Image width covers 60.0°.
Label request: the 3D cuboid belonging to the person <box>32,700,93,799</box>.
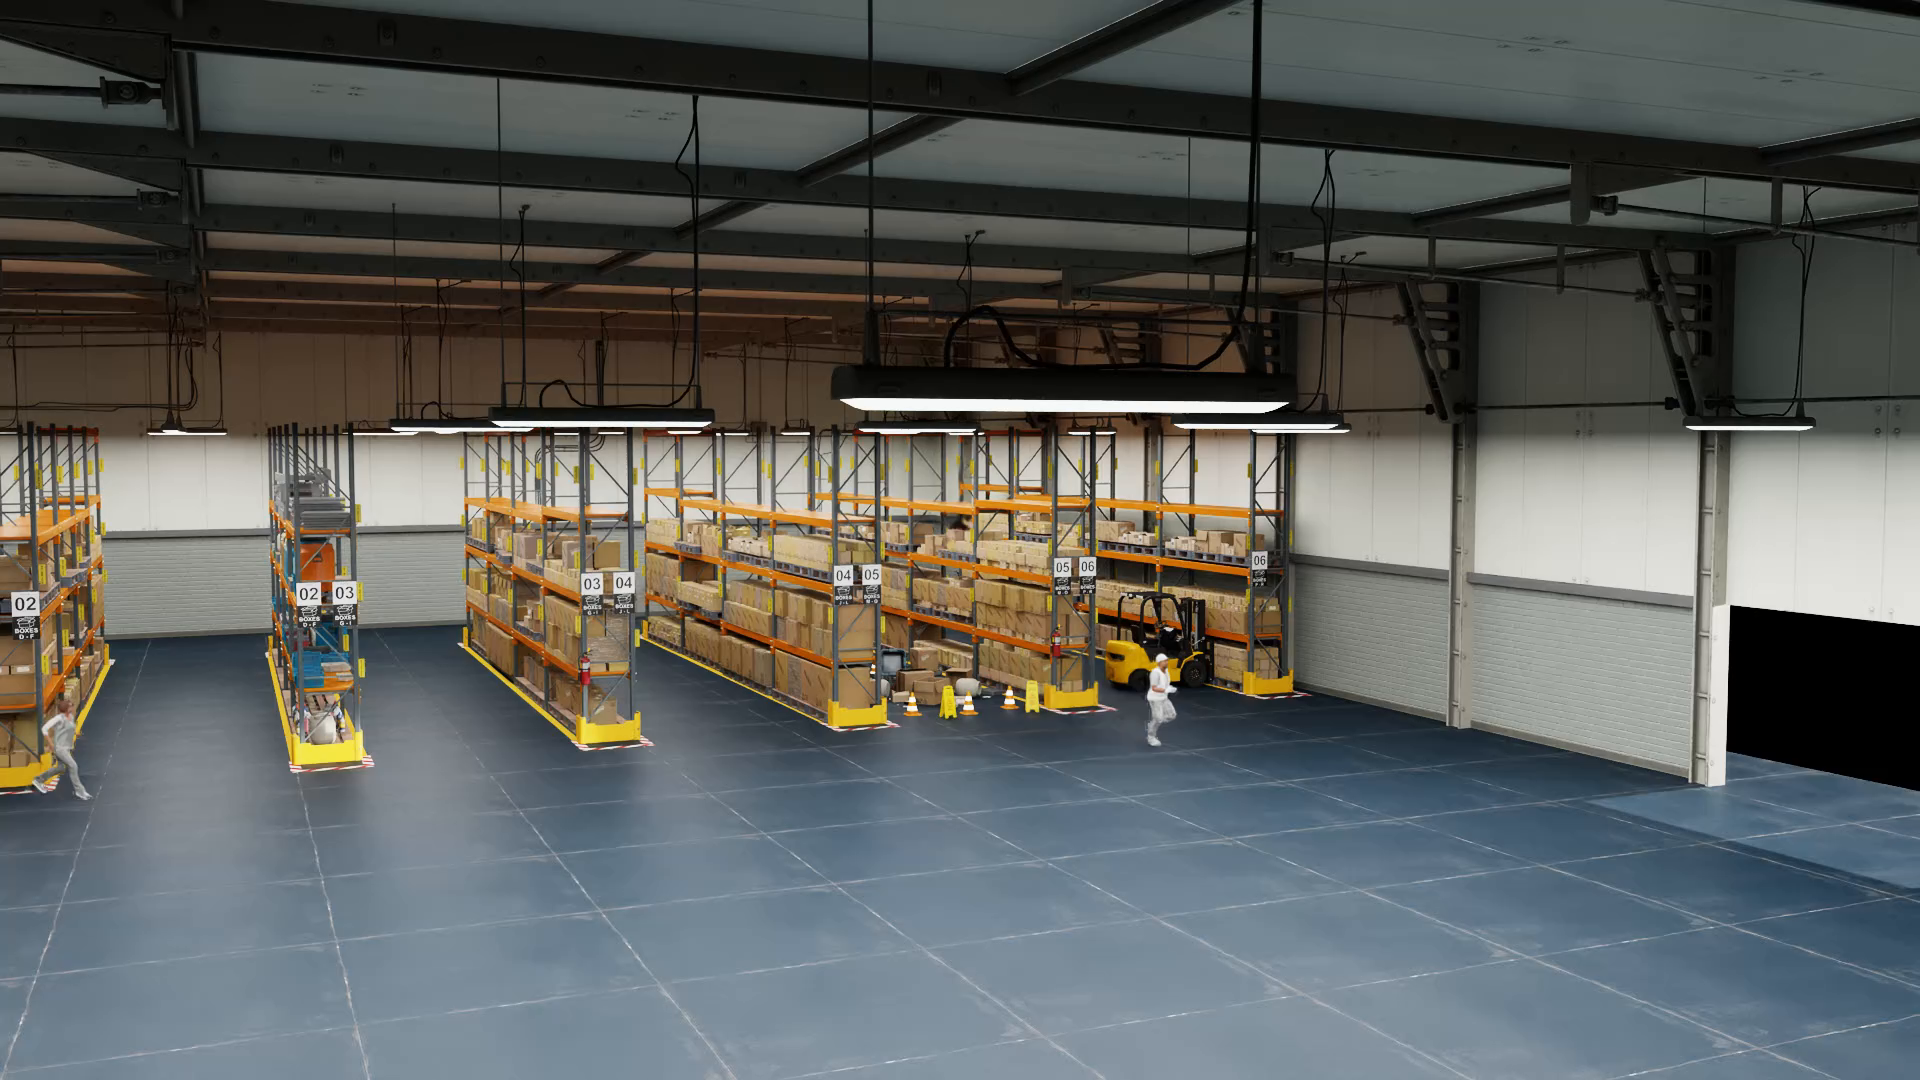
[{"bbox_3d":[-14.228,3.318,26.300,0.928,1.597,0.557,0,3,-1],"label":"person"}]

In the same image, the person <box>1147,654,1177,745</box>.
[{"bbox_3d":[3.765,2.963,30.908,0.659,1.724,0.730,2,4,33],"label":"person"}]

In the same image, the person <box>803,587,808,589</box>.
[{"bbox_3d":[-4.576,1.686,51.269,0.995,1.725,0.672,0,4,6],"label":"person"}]

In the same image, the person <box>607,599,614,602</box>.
[{"bbox_3d":[-9.893,1.909,48.024,0.689,1.760,0.772,3,4,37],"label":"person"}]
